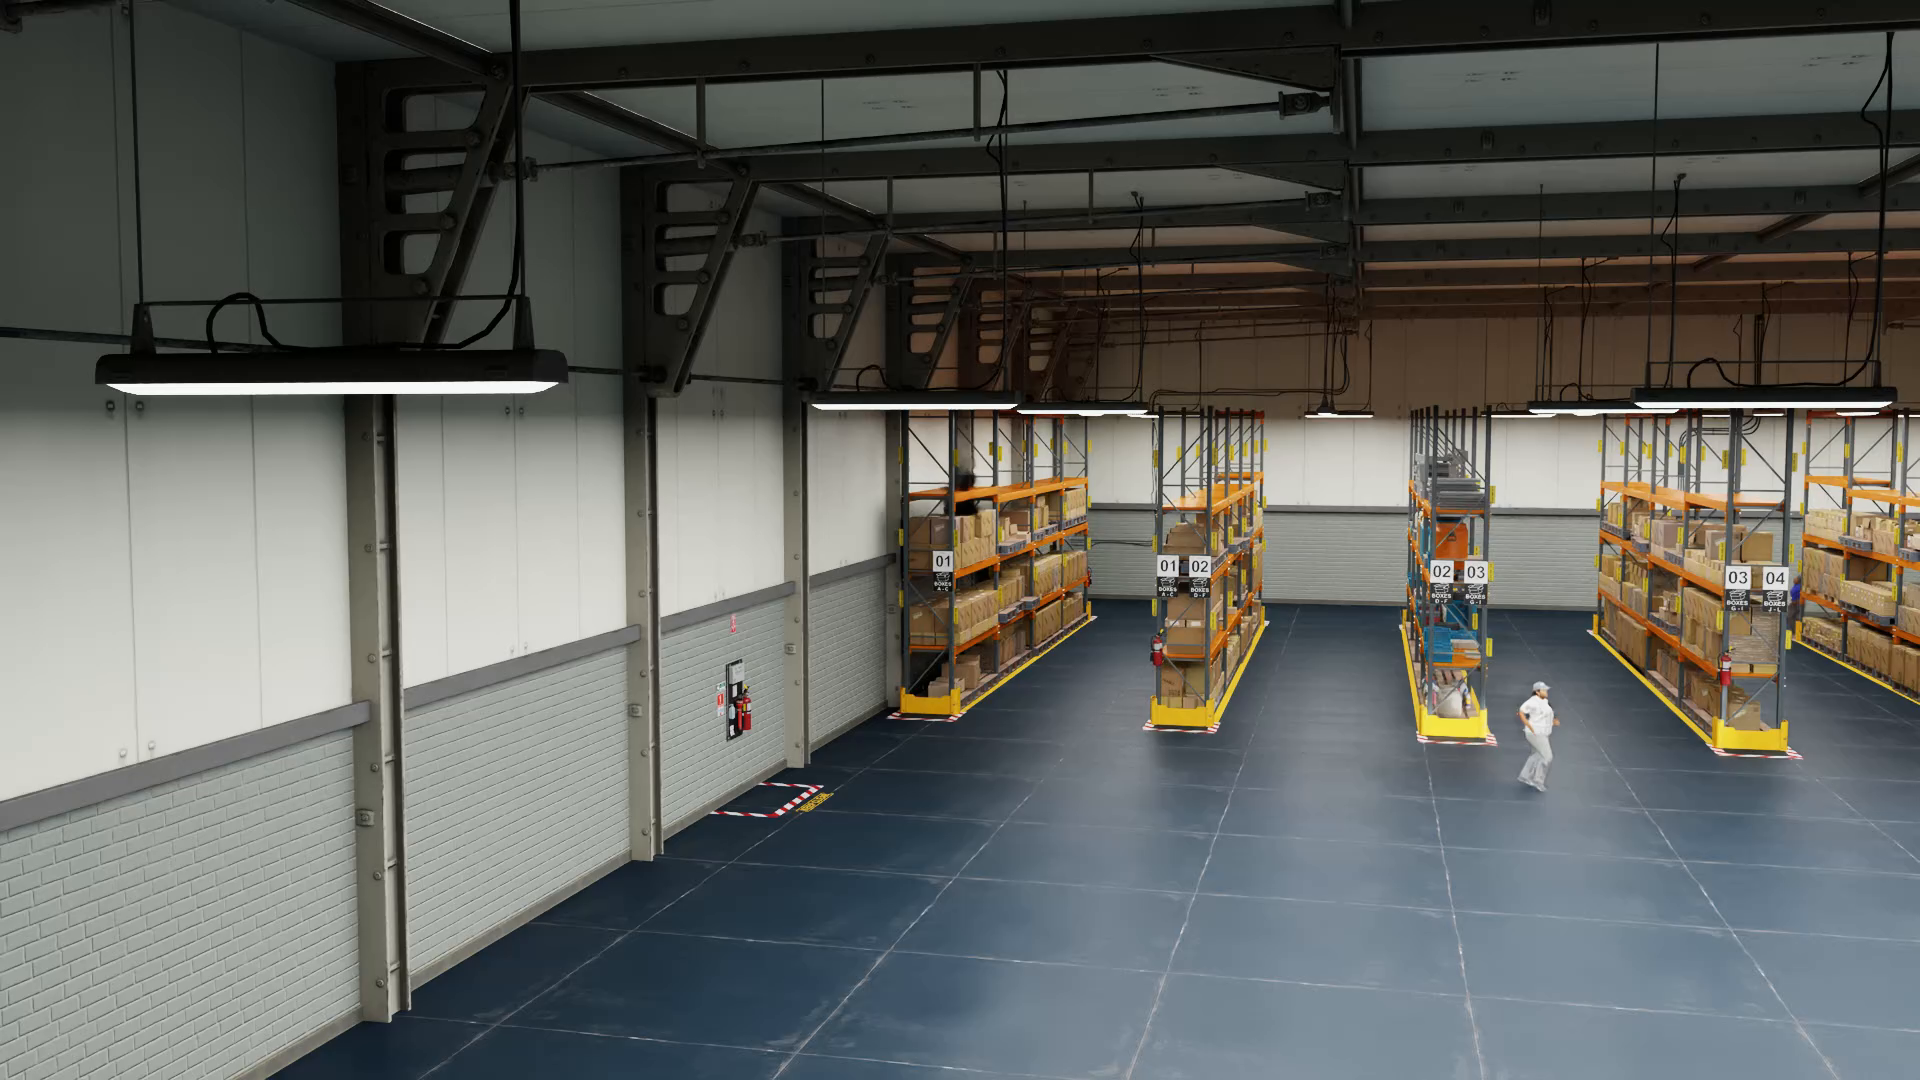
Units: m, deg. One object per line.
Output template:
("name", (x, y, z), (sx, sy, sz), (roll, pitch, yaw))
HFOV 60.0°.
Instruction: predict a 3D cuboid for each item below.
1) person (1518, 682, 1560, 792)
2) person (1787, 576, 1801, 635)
("person", (8.988, 3.065, 25.847), (0.637, 1.731, 0.595), (3, 5, 39))
("person", (22.349, 1.764, 44.437), (0.526, 1.633, 0.593), (0, 4, 3))
